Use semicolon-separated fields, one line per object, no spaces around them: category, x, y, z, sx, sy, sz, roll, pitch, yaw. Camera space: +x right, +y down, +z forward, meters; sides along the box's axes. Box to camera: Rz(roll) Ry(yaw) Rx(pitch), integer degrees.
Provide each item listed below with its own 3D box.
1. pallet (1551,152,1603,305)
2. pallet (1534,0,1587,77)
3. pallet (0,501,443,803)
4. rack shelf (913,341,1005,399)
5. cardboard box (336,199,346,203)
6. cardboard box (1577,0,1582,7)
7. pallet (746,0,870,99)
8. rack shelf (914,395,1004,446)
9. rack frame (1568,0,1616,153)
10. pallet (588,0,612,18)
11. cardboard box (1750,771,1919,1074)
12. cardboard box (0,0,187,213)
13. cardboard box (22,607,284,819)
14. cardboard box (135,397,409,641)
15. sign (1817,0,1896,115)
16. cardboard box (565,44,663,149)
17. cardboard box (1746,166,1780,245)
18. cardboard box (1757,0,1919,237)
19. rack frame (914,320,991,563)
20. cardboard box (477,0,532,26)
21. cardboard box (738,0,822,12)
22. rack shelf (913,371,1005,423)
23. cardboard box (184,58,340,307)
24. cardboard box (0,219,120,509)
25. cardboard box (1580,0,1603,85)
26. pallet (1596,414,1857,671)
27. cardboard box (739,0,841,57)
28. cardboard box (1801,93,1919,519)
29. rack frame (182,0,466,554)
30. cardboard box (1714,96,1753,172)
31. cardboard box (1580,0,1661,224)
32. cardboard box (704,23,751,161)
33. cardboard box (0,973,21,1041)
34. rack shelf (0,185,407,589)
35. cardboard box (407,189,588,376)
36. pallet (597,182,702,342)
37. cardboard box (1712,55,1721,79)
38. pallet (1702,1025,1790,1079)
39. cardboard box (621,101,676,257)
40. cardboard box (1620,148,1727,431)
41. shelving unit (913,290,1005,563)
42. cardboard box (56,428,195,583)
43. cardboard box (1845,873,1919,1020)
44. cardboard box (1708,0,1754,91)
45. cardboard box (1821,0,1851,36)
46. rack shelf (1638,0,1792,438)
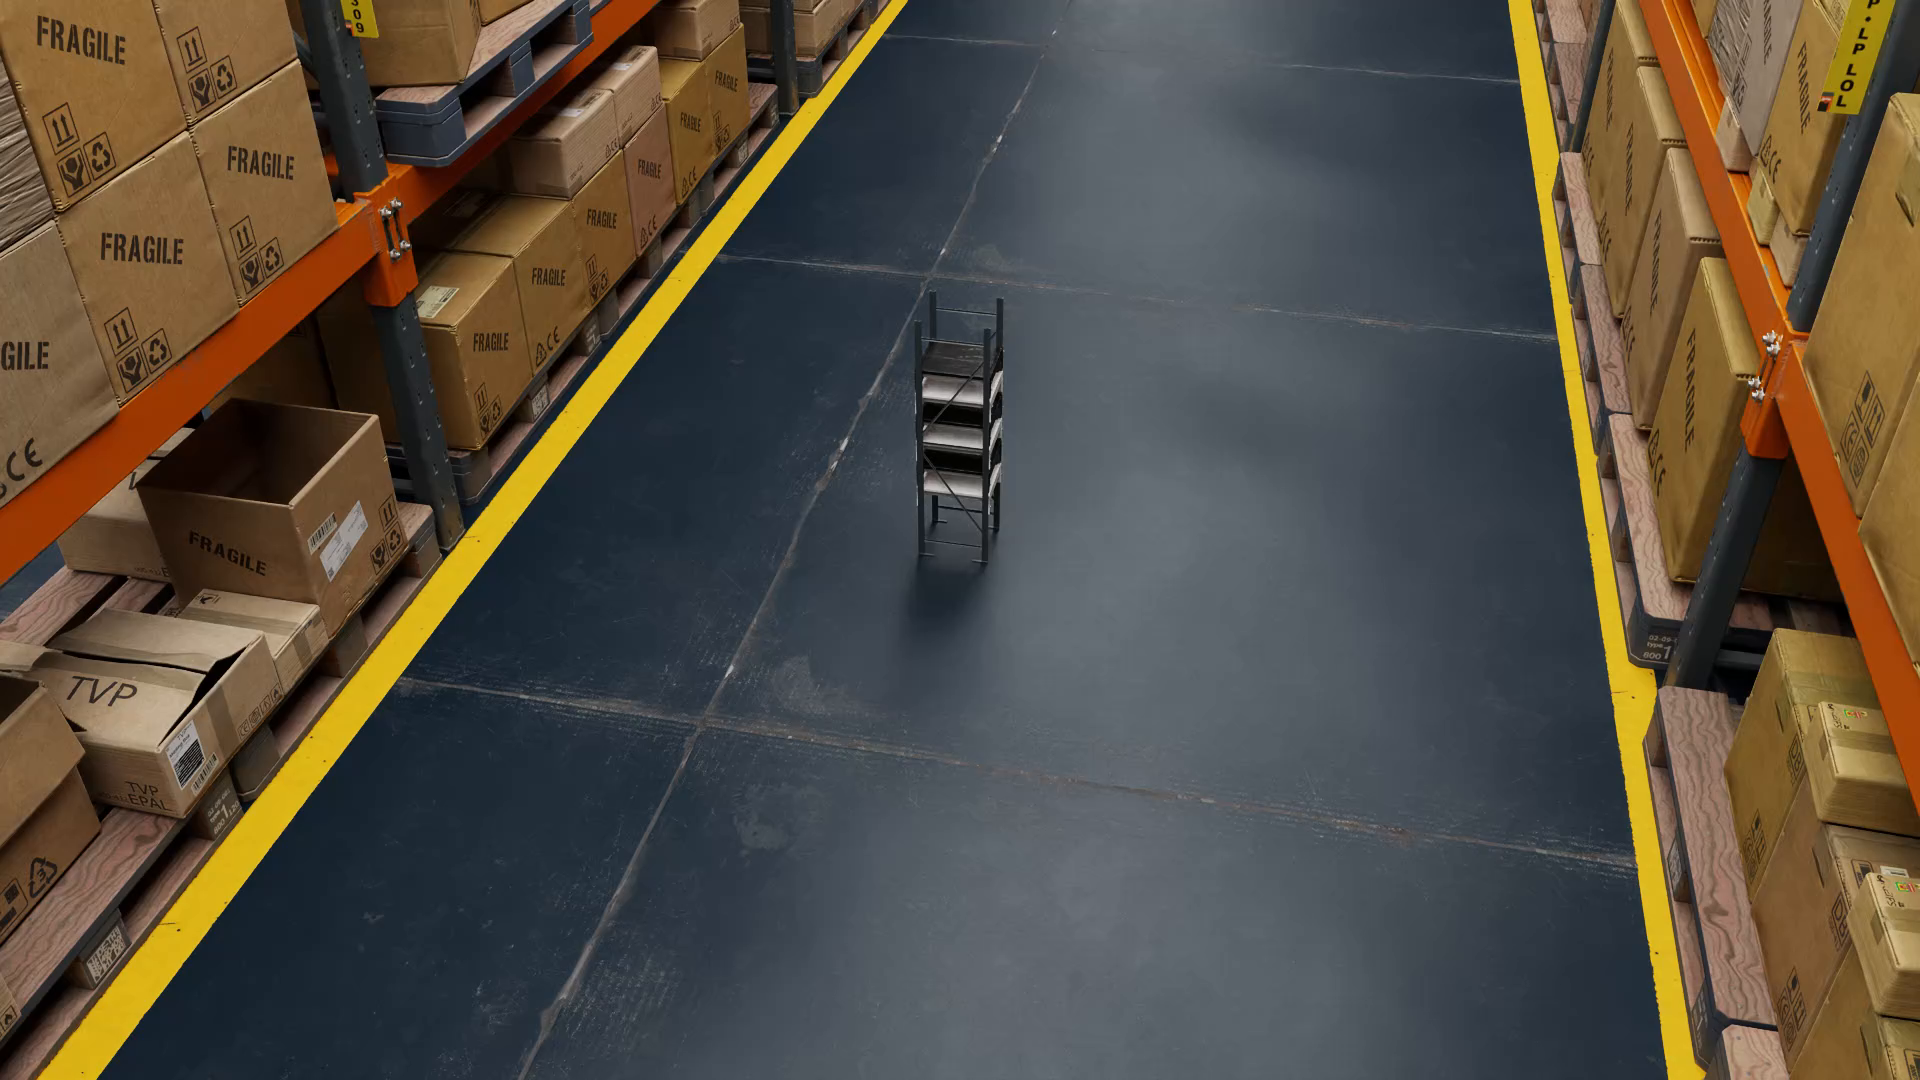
pallet;3.233;-1.369;7.459;1.003;0.211;1.213;7;37;10
pallet;3.907;-2.957;9.650;1.003;0.211;1.213;7;37;10
pallet;-2.367;0.256;5.217;1.003;0.211;1.213;7;37;10
rack shelf;-0.002;-0.551;5.341;0.258;0.077;0.200;7;37;10
cardboard box;-2.280;-1.034;6.375;0.500;0.500;0.500;7;37;10
cardboard box;3.979;-3.386;9.621;0.700;0.500;0.500;8;37;10
pallet;-1.151;-2.898;9.568;1.003;0.211;1.213;7;37;10
rack shelf;-0.002;-0.406;5.446;0.258;0.077;0.200;7;37;10
rack frame;3.475;-2.941;7.252;1.000;3.000;0.127;7;37;10
pallet;-1.776;-2.367;6.623;1.003;0.211;1.213;7;37;10
cardboard box;2.251;0.898;3.727;0.700;0.500;0.500;7;37;9
cardboard box;-2.181;-1.095;3.768;0.500;0.500;0.500;7;36;9
cardboard box;-2.224;0.436;4.508;0.500;0.311;0.500;7;37;10
cardboard box;-2.064;-0.070;5.046;0.500;0.500;0.500;7;37;10
sign;2.089;-1.147;3.857;0.100;0.325;0.005;7;37;10
cardboard box;-1.558;-1.844;6.854;0.500;0.250;0.500;7;36;9
cardboard box;2.448;-0.931;4.676;0.380;0.149;0.250;8;37;11
cardboard box;2.473;-1.113;4.374;0.500;0.500;0.500;7;36;9
rack frame;-0.023;-0.301;5.399;0.240;0.900;0.006;7;37;10
cardboard box;-1.814;-2.123;5.680;0.700;0.500;0.500;13;38;17
cardboard box;-0.966;-3.107;8.988;0.500;0.311;0.500;9;37;12
rack shelf;-0.002;-0.478;5.393;0.258;0.077;0.200;7;37;10
cardboard box;-2.075;-0.988;4.472;0.500;0.500;0.500;8;37;11
cardboard box;-2.291;-0.398;3.658;0.500;0.500;0.500;8;37;11
cardboard box;3.578;-2.526;8.435;0.700;0.500;0.500;8;37;11
pallet;2.712;0.030;5.529;1.003;0.211;1.213;7;37;10
cardboard box;-0.966;-2.880;9.153;0.500;0.250;0.500;7;37;10
cardboard box;2.489;-0.460;3.573;0.980;0.700;0.700;8;37;11
rack frame;-2.219;-1.267;4.941;1.000;3.000;0.127;7;37;10
cardboard box;2.546;-1.233;5.092;0.380;0.149;0.250;7;37;10
cardboard box;3.190;-1.835;7.200;0.750;0.750;0.750;7;36;9
cardboard box;-1.335;-2.160;7.930;0.500;0.500;0.500;9;37;12
cardboard box;-2.467;1.112;3.627;0.500;0.250;0.500;7;37;10
rack shelf;-2.646;0.171;3.571;1.077;0.370;4.000;7;37;10
cardboard box;-1.775;-0.986;6.310;0.500;0.500;0.500;8;37;11
pallet;-1.824;-1.310;7.378;1.003;0.211;1.213;7;37;10
cardboard box;2.799;-1.657;5.677;0.380;0.149;0.250;8;37;11
pallet;2.124;1.609;3.350;1.003;0.211;1.213;7;37;10
cardboard box;-1.552;-1.562;7.104;0.500;0.500;0.500;6;36;8
cardboard box;2.820;-0.846;5.836;0.750;0.750;0.750;8;37;11
shelving unit;-0.002;-0.360;5.480;0.258;0.900;0.210;7;37;10
cardboard box;-2.520;-0.142;5.307;0.500;0.311;0.500;7;37;10
cardboard box;1.998;0.820;3.282;0.380;0.149;0.250;6;36;9
cardboard box;2.688;-1.694;5.175;0.500;0.500;0.500;7;37;10
cardboard box;2.471;-1.420;4.159;0.500;0.250;0.500;8;37;11
rack shelf;3.048;-1.503;5.881;1.077;0.370;4.000;7;37;10
